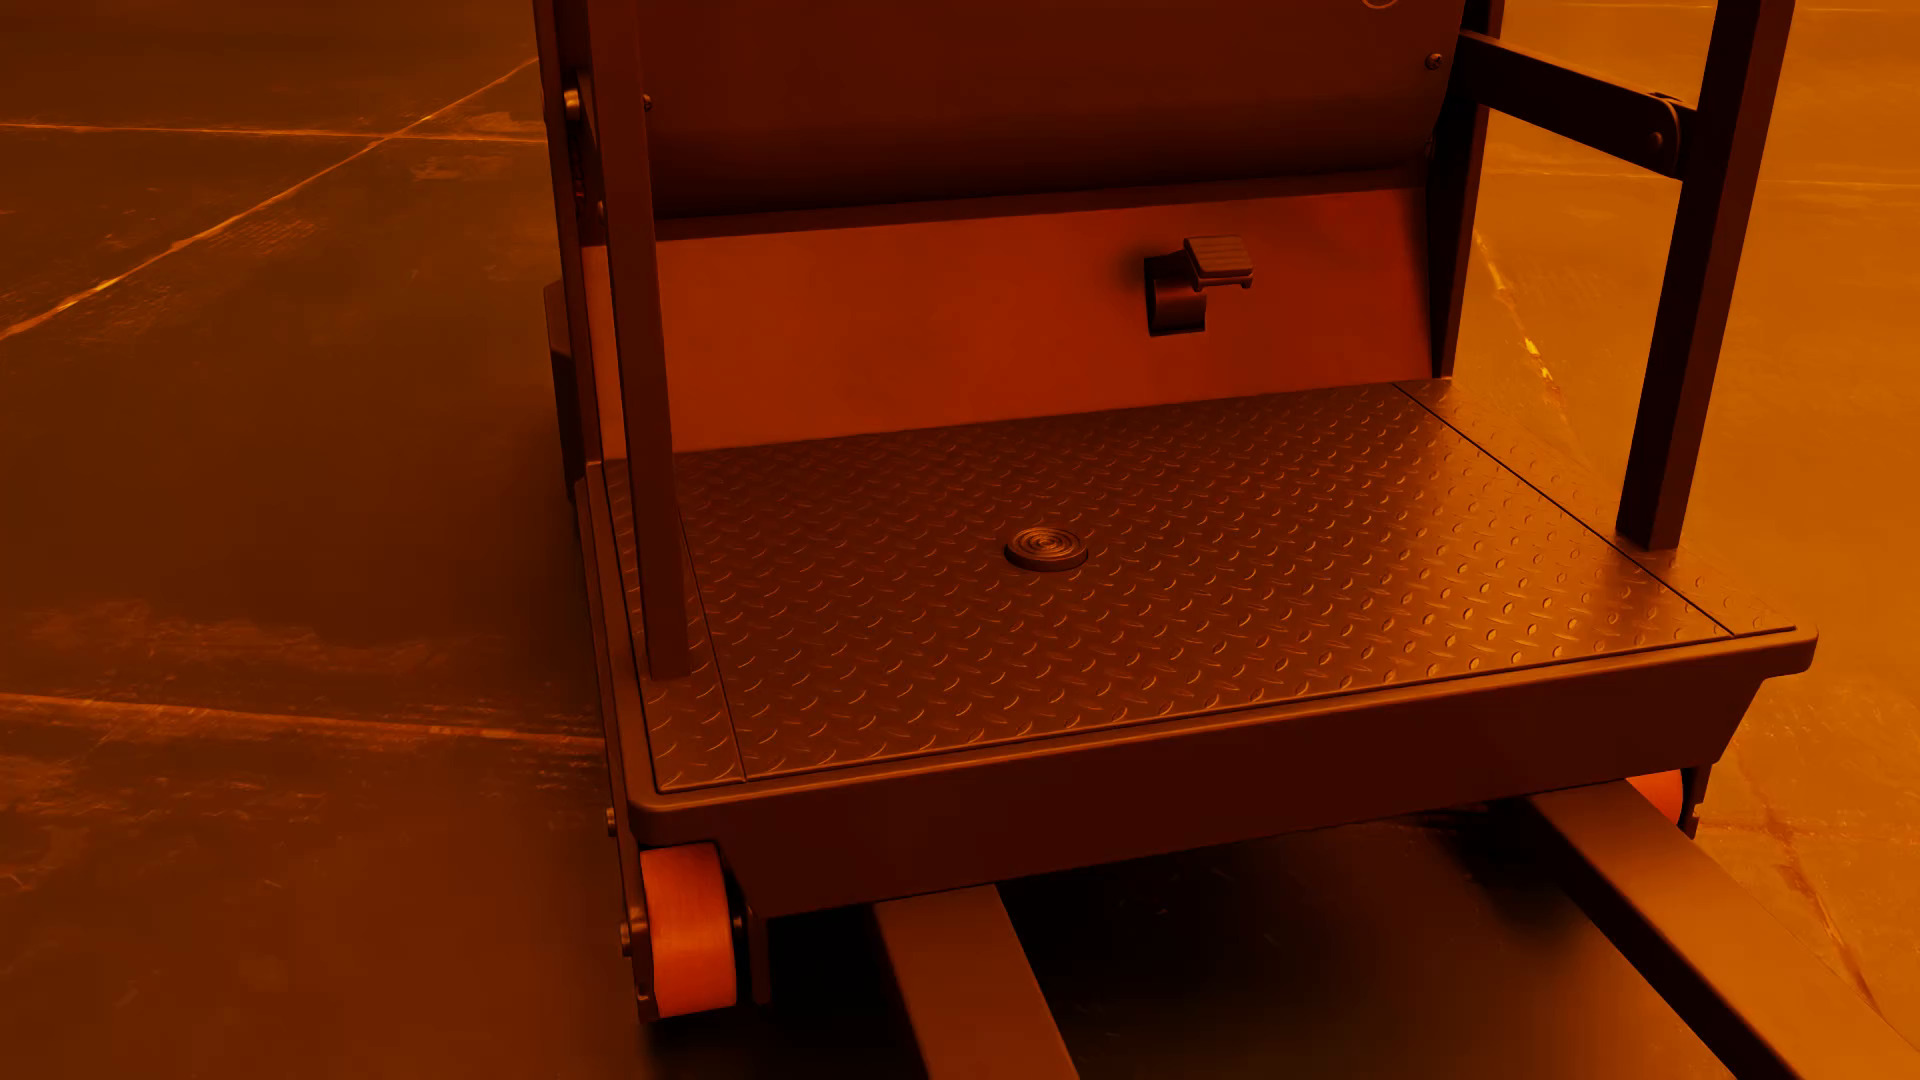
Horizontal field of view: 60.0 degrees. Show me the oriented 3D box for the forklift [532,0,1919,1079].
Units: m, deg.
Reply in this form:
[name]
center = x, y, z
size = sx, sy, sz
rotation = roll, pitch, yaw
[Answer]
[forklift]
center = 0.153, -1.049, 1.319
size = 1.130, 2.935, 3.031
rotation = -7, 27, -13
